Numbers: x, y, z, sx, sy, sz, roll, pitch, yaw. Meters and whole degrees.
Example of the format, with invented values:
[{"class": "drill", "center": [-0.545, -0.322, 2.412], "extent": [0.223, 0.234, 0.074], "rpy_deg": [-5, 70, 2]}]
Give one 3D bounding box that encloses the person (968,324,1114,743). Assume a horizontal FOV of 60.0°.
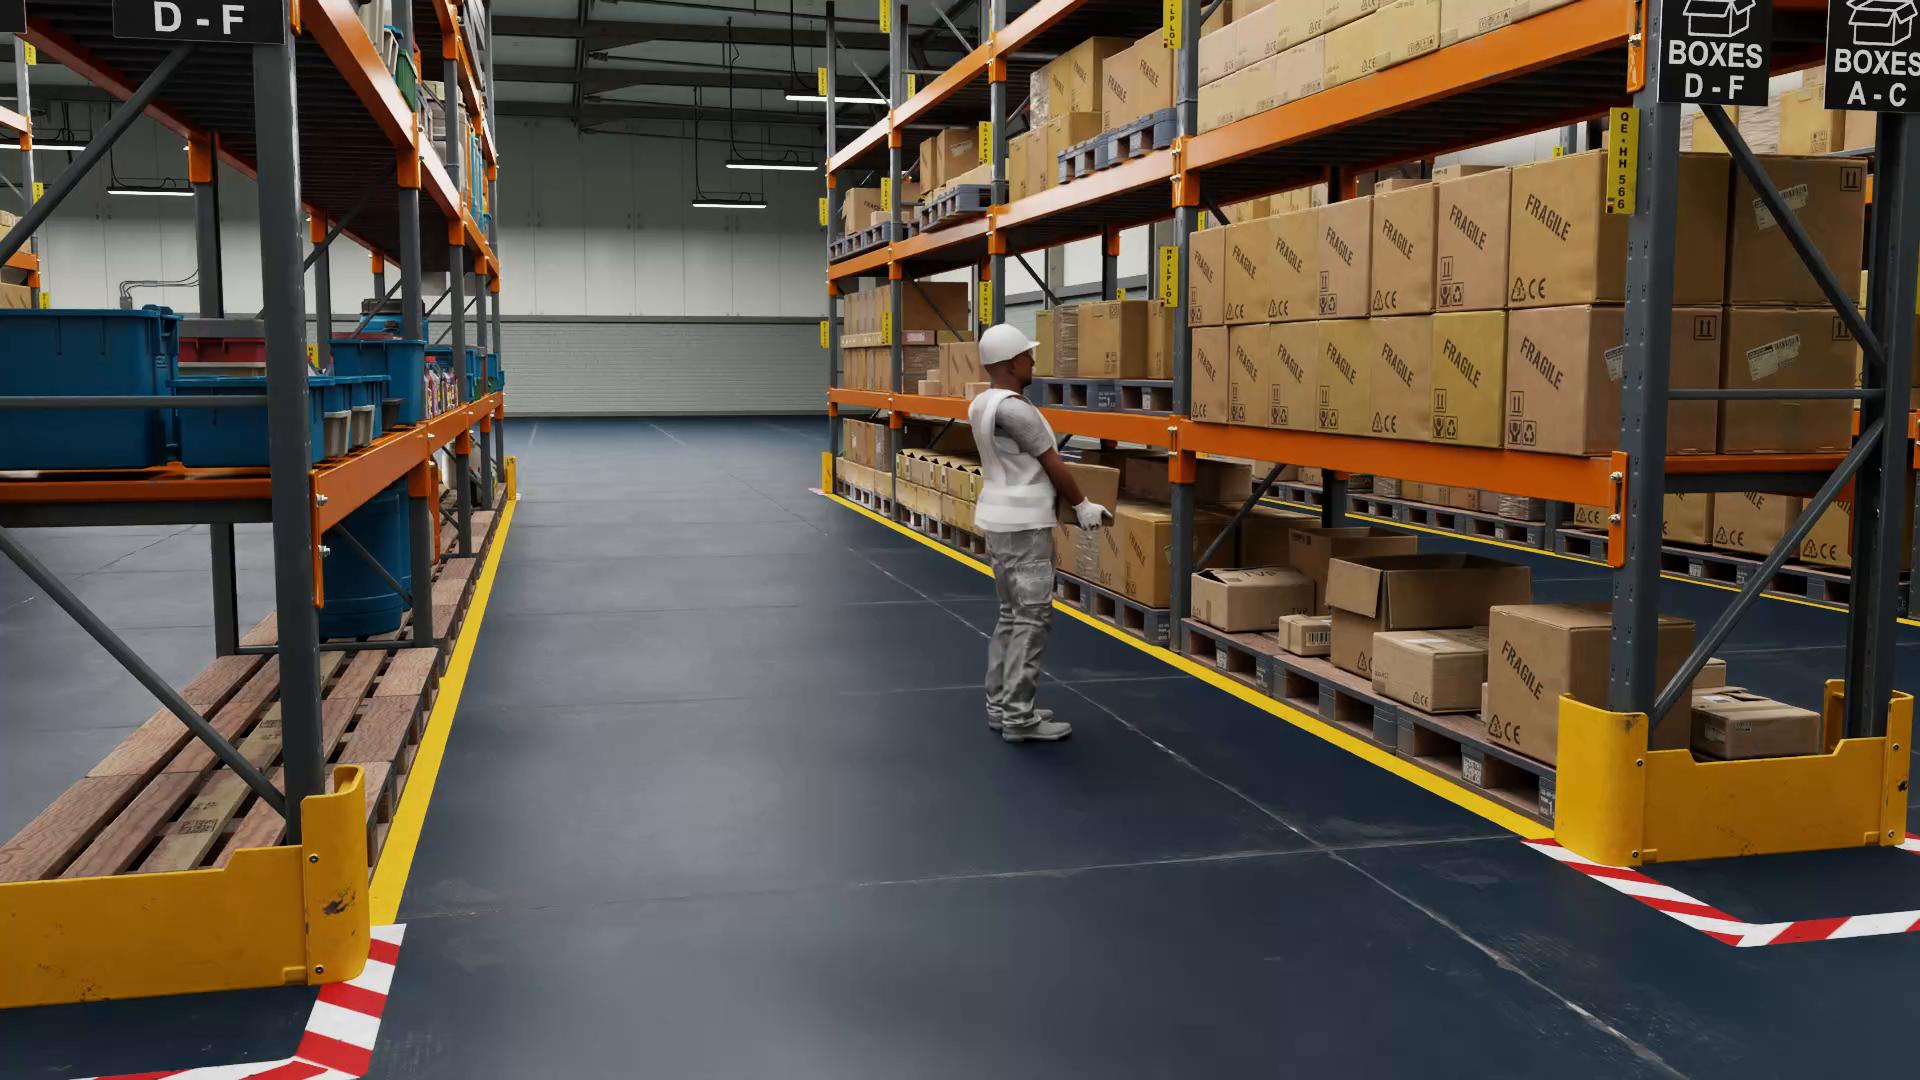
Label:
[{"class": "person", "center": [0.344, -0.042, 7.223], "extent": [0.575, 1.778, 0.487], "rpy_deg": [-1, 6, -13]}]
